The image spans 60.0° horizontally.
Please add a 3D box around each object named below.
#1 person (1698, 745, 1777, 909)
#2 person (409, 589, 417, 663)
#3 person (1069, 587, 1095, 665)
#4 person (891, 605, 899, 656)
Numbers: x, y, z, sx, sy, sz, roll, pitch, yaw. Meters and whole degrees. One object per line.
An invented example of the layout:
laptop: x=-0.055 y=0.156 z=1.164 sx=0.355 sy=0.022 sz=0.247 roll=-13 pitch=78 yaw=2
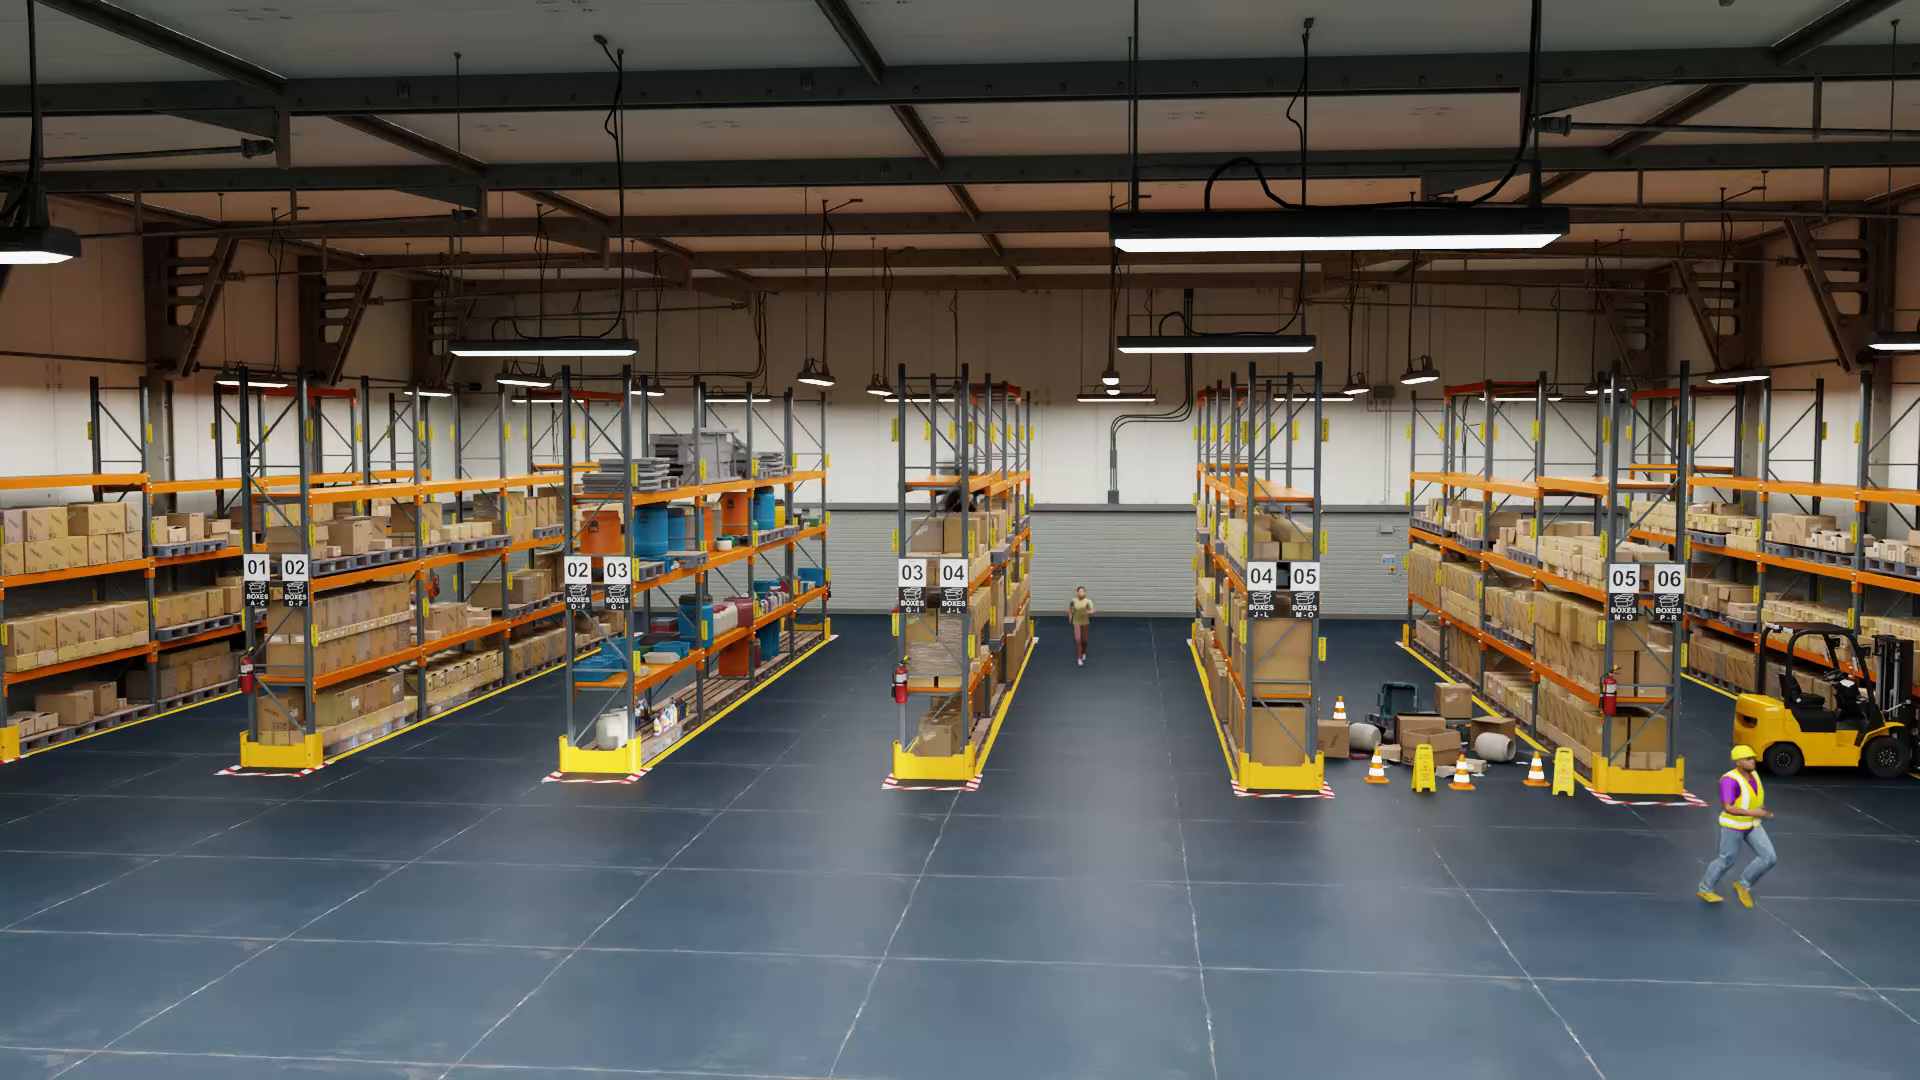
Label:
person: x=8.204 y=2.998 z=17.425 sx=0.715 sy=1.735 sz=0.848 roll=-2 pitch=4 yaw=-26
person: x=-11.279 y=1.915 z=34.259 sx=0.628 sy=1.839 sz=0.763 roll=0 pitch=4 yaw=3
person: x=2.632 y=1.828 z=35.989 sx=0.572 sy=1.660 sz=0.969 roll=0 pitch=4 yaw=5
person: x=-1.118 y=1.953 z=34.229 sx=0.666 sy=1.736 sz=0.802 roll=0 pitch=4 yaw=5
